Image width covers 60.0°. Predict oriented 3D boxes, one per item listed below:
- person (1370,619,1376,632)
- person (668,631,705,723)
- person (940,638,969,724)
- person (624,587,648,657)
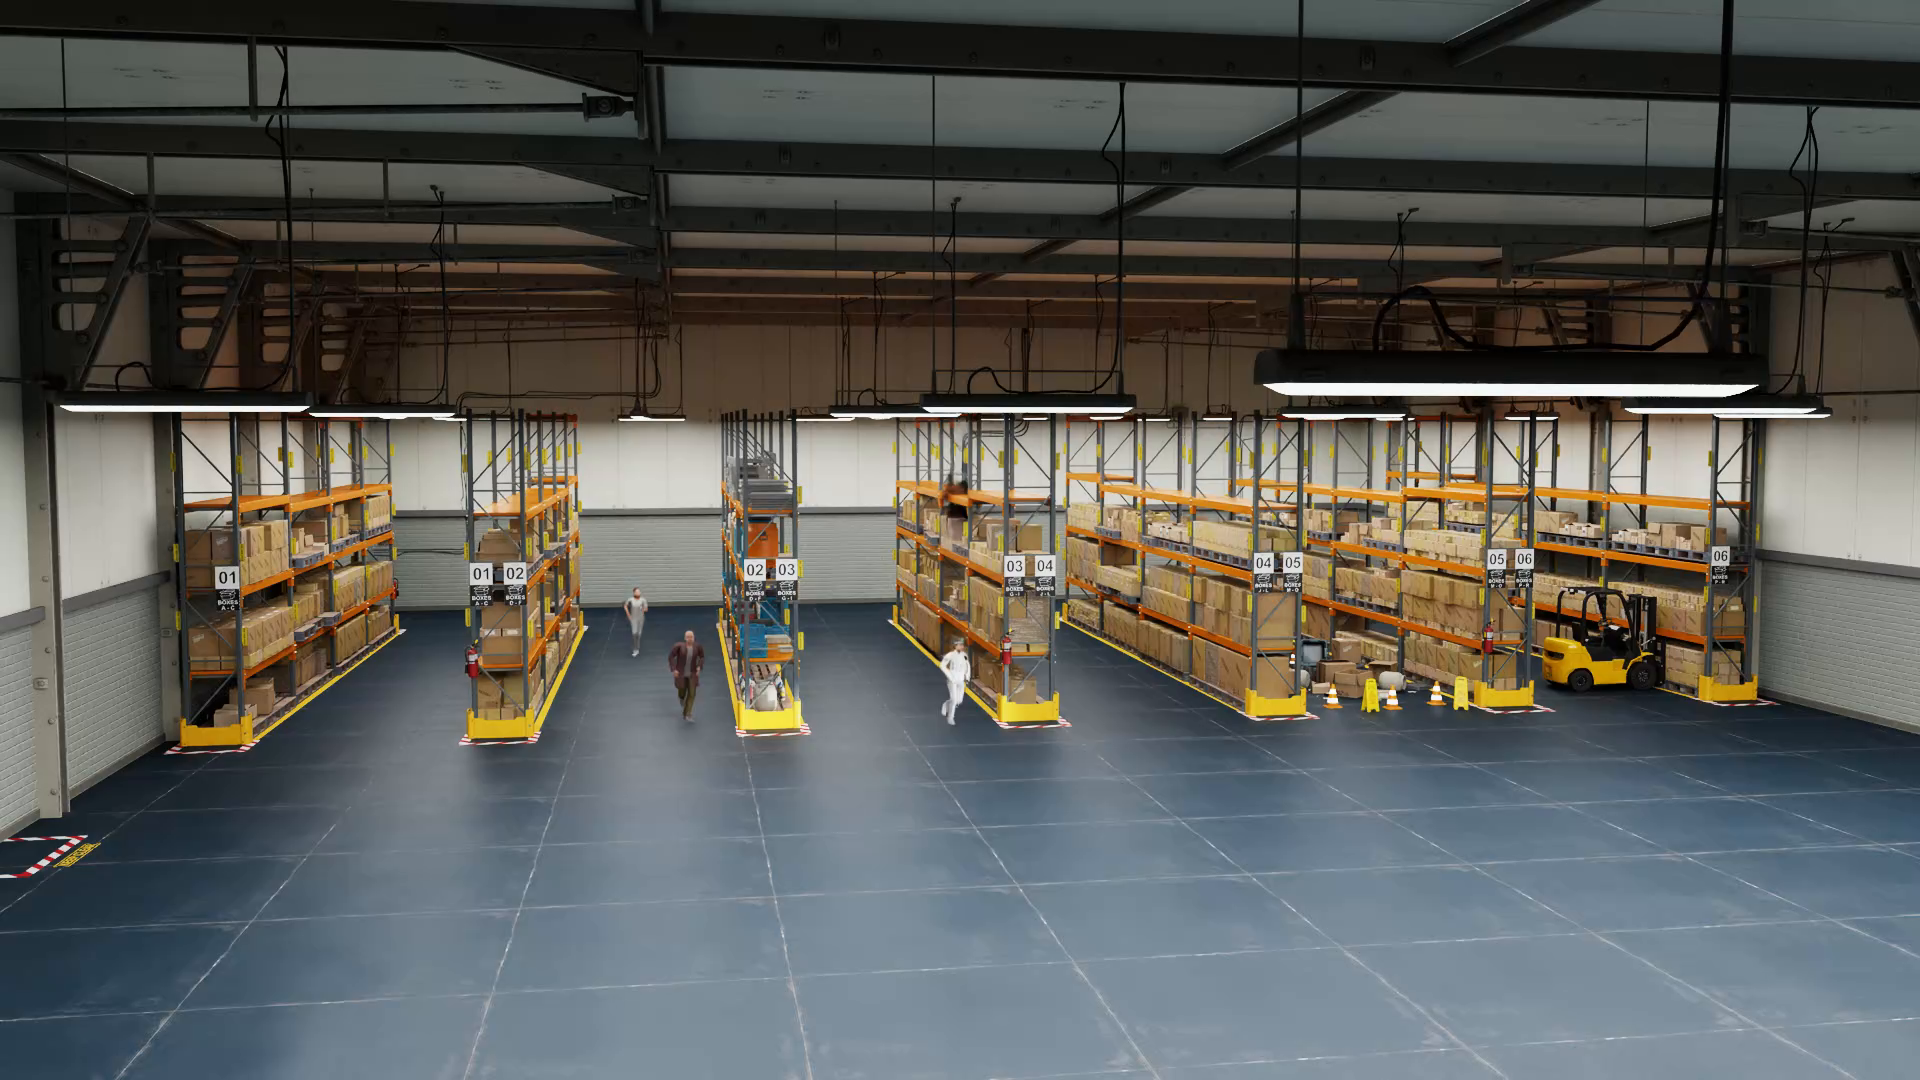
[{"bbox_3d":[10.830,1.847,43.931,0.565,1.611,0.542,-1,4,-14],"label":"person"},{"bbox_3d":[-5.306,2.622,32.311,0.718,1.759,0.939,-1,4,-17],"label":"person"},{"bbox_3d":[-0.093,2.690,32.005,0.697,1.643,0.526,-3,5,-32],"label":"person"},{"bbox_3d":[-7.992,2.025,41.147,0.545,1.726,0.758,-2,4,-23],"label":"person"}]
